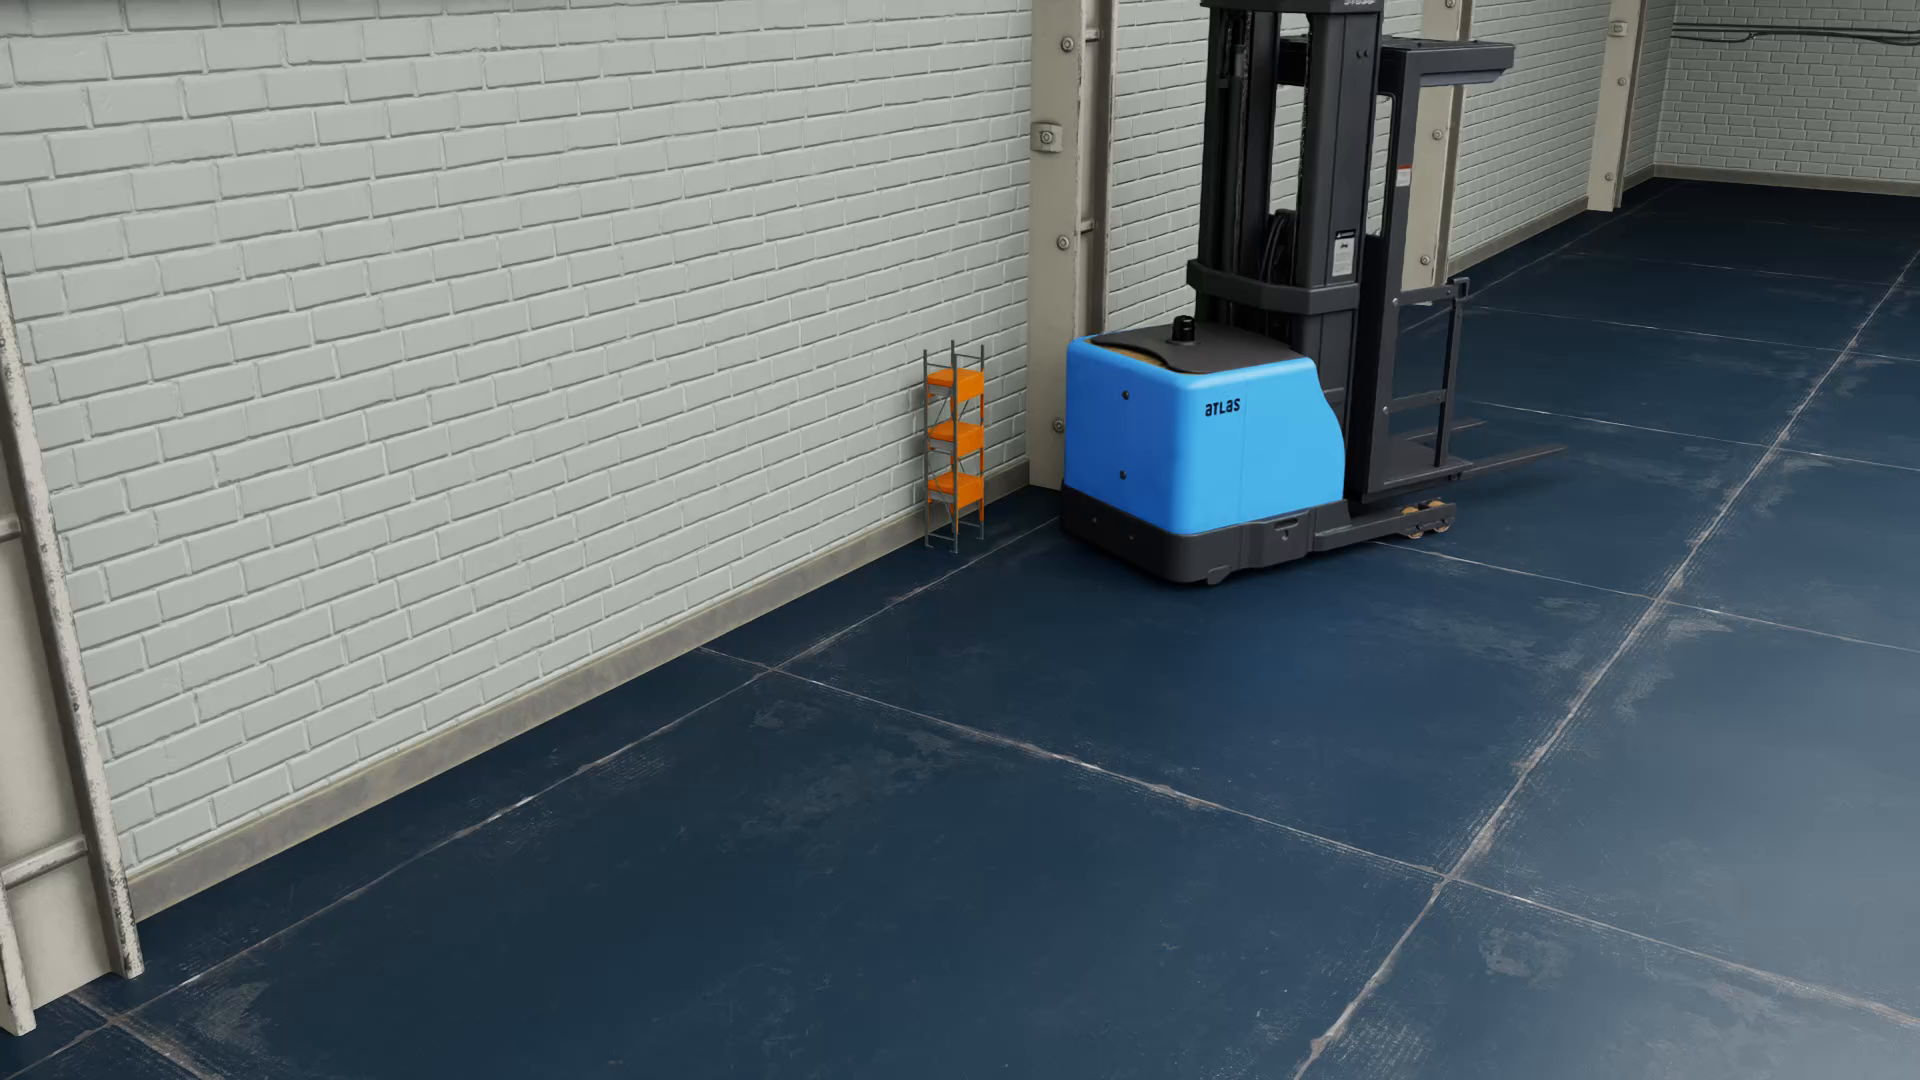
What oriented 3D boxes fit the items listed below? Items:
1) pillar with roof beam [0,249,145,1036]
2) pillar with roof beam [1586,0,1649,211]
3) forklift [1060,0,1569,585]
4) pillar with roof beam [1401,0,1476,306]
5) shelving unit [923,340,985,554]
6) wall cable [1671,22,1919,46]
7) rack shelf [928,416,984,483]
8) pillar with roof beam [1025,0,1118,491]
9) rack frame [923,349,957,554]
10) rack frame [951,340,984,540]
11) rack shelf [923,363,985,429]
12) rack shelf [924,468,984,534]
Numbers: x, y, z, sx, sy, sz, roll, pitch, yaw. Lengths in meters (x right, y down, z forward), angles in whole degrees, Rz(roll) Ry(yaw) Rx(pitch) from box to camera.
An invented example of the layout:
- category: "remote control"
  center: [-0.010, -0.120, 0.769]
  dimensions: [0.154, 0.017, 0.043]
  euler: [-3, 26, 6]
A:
- category: "pillar with roof beam"
  center: [0.798, -2.019, 1.252]
  dimensions: [9.100, 9.000, 0.400]
  euler: [13, 24, 32]
- category: "pillar with roof beam"
  center: [10.916, -7.183, 15.214]
  dimensions: [9.100, 9.000, 0.400]
  euler: [13, 24, 32]
- category: "forklift"
  center: [2.048, -1.521, 8.653]
  dimensions: [3.031, 2.935, 1.130]
  euler: [-12, 24, -30]
- category: "pillar with roof beam"
  center: [7.544, -5.462, 10.560]
  dimensions: [9.100, 9.000, 0.400]
  euler: [13, 24, 32]
- category: "shelving unit"
  center: [-0.030, -0.477, 8.541]
  dimensions: [0.215, 1.050, 0.252]
  euler: [13, 24, 32]
- category: "wall cable"
  center: [10.106, -7.154, 19.610]
  dimensions: [3.097, 2.526, 0.112]
  euler: [13, 24, 32]
- category: "rack shelf"
  center: [-0.030, -0.467, 8.545]
  dimensions: [0.215, 0.259, 0.240]
  euler: [13, 24, 32]
- category: "pillar with roof beam"
  center: [4.171, -3.740, 5.906]
  dimensions: [9.100, 9.000, 0.400]
  euler: [13, 24, 32]
- category: "rack frame"
  center: [-0.099, -0.442, 8.447]
  dimensions: [0.200, 1.050, 0.008]
  euler: [13, 24, 32]
- category: "rack frame"
  center: [0.039, -0.512, 8.636]
  dimensions: [0.200, 1.050, 0.008]
  euler: [13, 24, 32]
- category: "rack shelf"
  center: [-0.030, -0.733, 8.446]
  dimensions: [0.215, 0.259, 0.240]
  euler: [13, 24, 32]
- category: "rack shelf"
  center: [-0.030, -0.206, 8.641]
  dimensions: [0.215, 0.259, 0.240]
  euler: [13, 24, 32]
